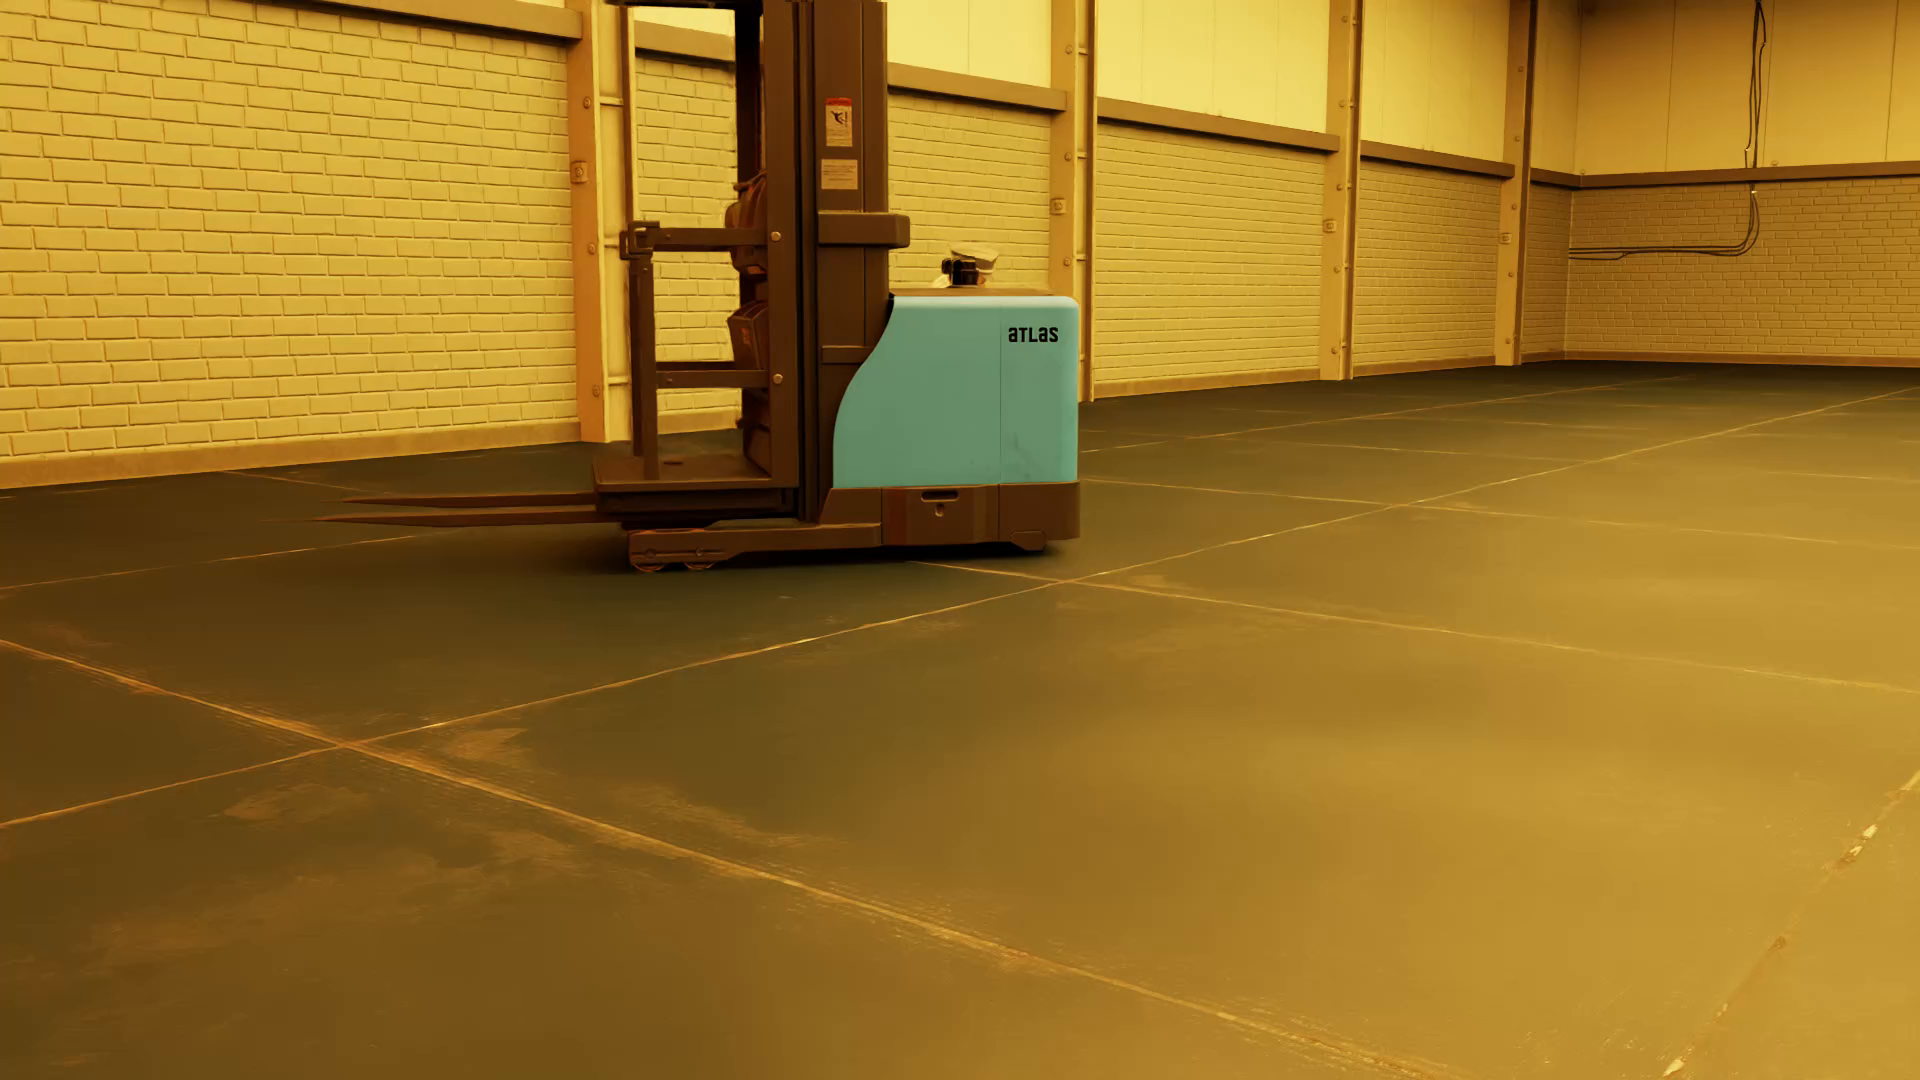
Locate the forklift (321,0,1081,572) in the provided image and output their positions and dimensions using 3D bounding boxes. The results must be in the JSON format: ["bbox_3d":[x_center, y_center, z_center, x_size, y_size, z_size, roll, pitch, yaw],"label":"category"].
[{"bbox_3d":[-1.067,-1.407,6.896,3.031,2.935,1.130,-2,9,-13],"label":"forklift"}]

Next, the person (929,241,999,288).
[{"bbox_3d":[0.034,-0.798,8.319,0.686,1.367,1.308,2,9,13],"label":"person"}]
